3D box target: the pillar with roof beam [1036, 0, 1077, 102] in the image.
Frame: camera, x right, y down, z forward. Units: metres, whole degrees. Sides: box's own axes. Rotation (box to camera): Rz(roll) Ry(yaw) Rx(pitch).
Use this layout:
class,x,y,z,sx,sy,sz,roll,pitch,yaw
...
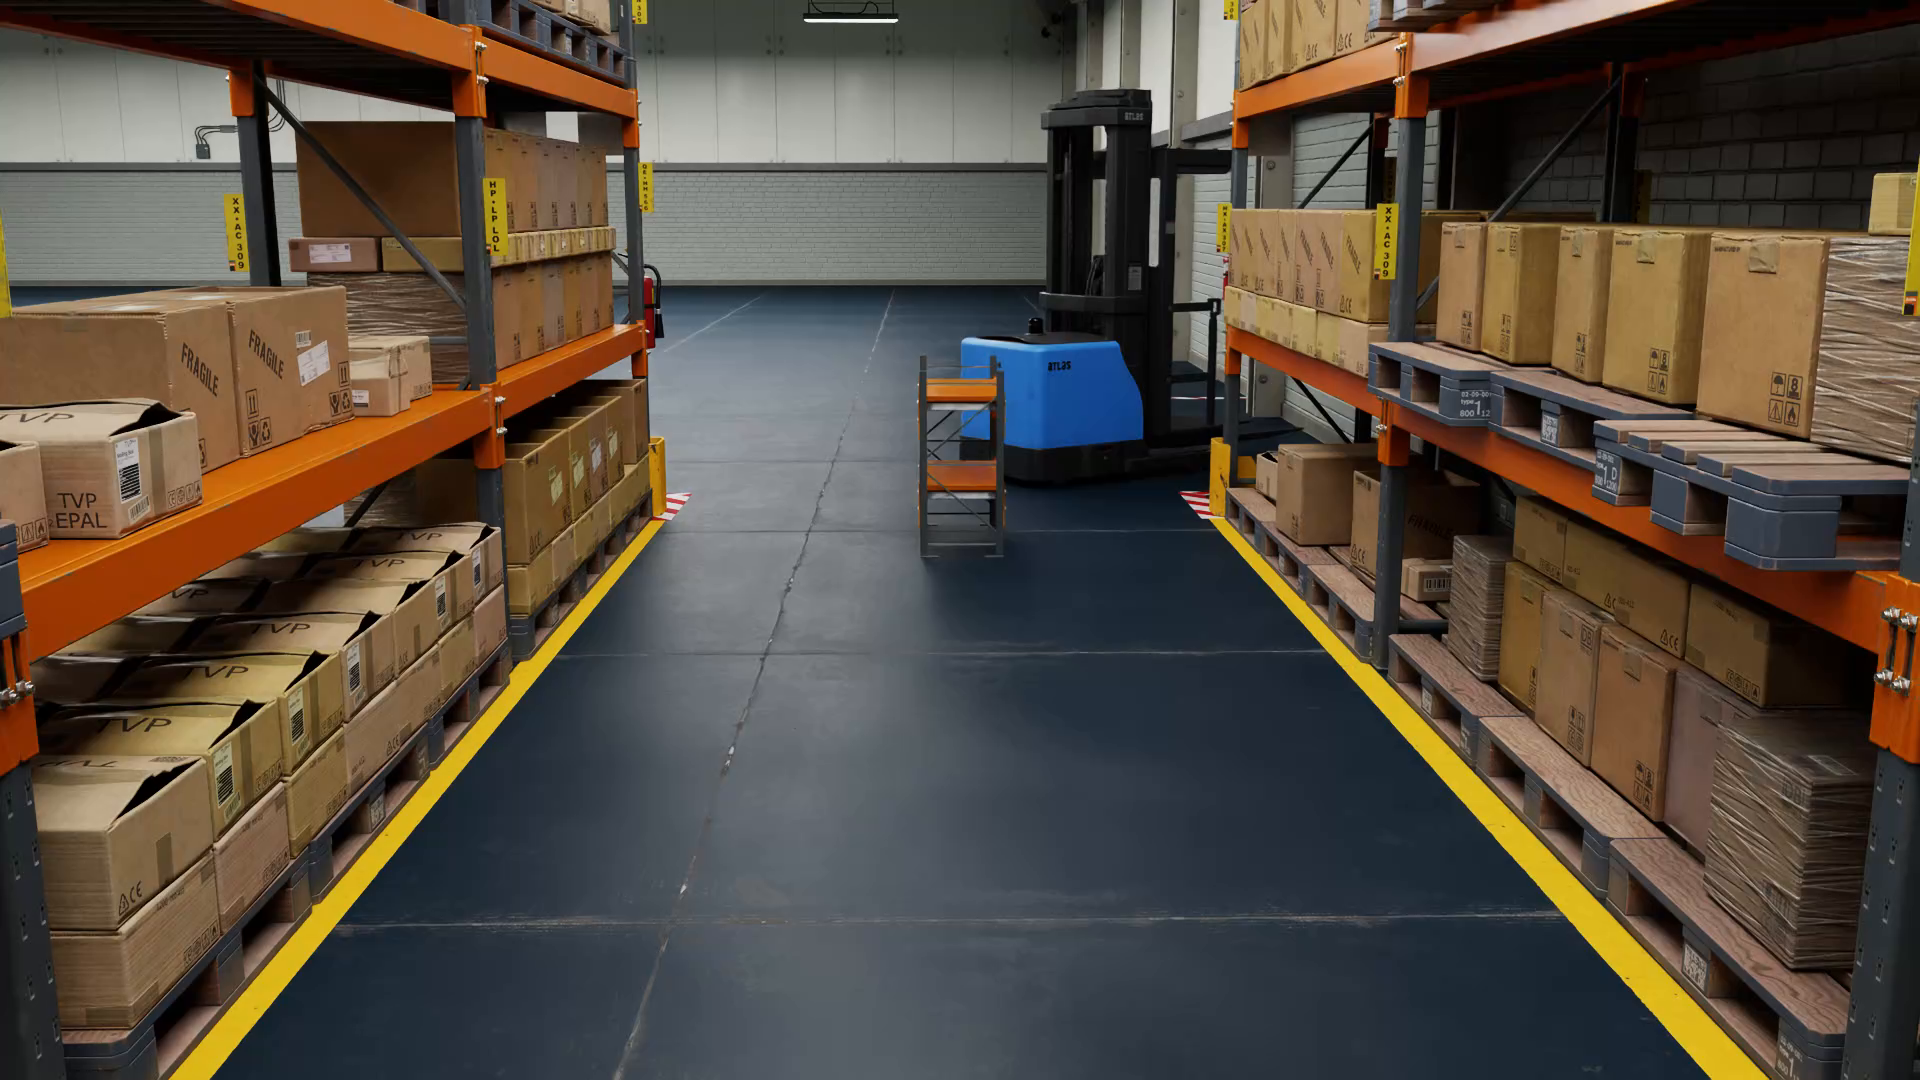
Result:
class,x,y,z,sx,sy,sz,roll,pitch,yaw
pillar with roof beam,-1.722,-10.427,39.322,9.100,9.000,0.548,0,11,-1

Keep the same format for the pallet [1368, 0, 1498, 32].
class,x,y,z,sx,sy,sz,roll,pitch,yaw
pallet,2.312,-2.136,6.474,1.213,0.211,1.003,0,11,-1

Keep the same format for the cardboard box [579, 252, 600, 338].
class,x,y,z,sx,sy,sz,roll,pitch,yaw
cardboard box,-2.617,-1.507,10.194,0.700,0.500,0.500,0,11,0

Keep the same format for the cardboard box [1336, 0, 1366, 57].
class,x,y,z,sx,sy,sz,roll,pitch,yaw
cardboard box,2.150,-2.610,8.036,0.500,0.500,0.500,-1,12,-6

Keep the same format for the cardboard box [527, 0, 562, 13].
class,x,y,z,sx,sy,sz,roll,pitch,yaw
cardboard box,-2.455,-2.983,8.508,0.797,0.503,0.637,1,12,5

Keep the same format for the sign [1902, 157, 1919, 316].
class,x,y,z,sx,sy,sz,roll,pitch,yaw
sign,1.946,-0.611,3.314,0.100,0.325,0.005,0,11,-1

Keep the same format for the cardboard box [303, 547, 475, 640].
class,x,y,z,sx,sy,sz,roll,pitch,yaw
cardboard box,-2.235,0.189,6.532,0.500,0.311,0.500,0,11,0

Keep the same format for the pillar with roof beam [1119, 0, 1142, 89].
class,x,y,z,sx,sy,sz,roll,pitch,yaw
pillar with roof beam,-1.474,-8.042,27.565,9.100,9.000,0.400,0,11,-1

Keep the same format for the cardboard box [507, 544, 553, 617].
class,x,y,z,sx,sy,sz,roll,pitch,yaw
cardboard box,-2.253,0.188,7.949,0.500,0.250,0.500,0,11,-1

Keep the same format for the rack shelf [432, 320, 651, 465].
class,x,y,z,sx,sy,sz,roll,pitch,yaw
rack shelf,-2.588,-0.906,9.288,1.077,0.370,4.000,0,11,-1

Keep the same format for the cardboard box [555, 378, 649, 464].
class,x,y,z,sx,sy,sz,roll,pitch,yaw
cardboard box,-2.321,-0.776,10.813,0.500,0.500,0.500,0,11,-1

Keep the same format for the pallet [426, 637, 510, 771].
class,x,y,z,sx,sy,sz,roll,pitch,yaw
pallet,-2.493,0.652,6.813,1.003,0.211,1.213,0,11,-1

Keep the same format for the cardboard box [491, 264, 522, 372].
class,x,y,z,sx,sy,sz,roll,pitch,yaw
cardboard box,-2.580,-1.103,8.198,0.700,0.500,0.500,0,11,-2

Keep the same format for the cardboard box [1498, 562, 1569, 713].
class,x,y,z,sx,sy,sz,roll,pitch,yaw
cardboard box,2.498,0.377,6.339,0.700,0.500,0.500,0,11,-2

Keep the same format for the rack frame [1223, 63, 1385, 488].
class,x,y,z,sx,sy,sz,roll,pitch,yaw
rack frame,2.323,-1.677,11.280,1.000,3.000,0.127,0,11,-1

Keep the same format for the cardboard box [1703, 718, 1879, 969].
class,x,y,z,sx,sy,sz,roll,pitch,yaw
cardboard box,2.421,0.780,4.350,0.700,0.500,0.500,0,11,0

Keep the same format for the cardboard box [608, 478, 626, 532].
class,x,y,z,sx,sy,sz,roll,pitch,yaw
cardboard box,-2.289,-0.210,9.908,0.500,0.250,0.500,0,11,-1

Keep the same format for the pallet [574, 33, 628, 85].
class,x,y,z,sx,sy,sz,roll,pitch,yaw
pallet,-2.641,-2.942,10.193,1.003,0.211,1.213,0,11,-1

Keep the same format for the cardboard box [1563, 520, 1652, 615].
class,x,y,z,sx,sy,sz,roll,pitch,yaw
cardboard box,2.464,0.097,5.829,0.500,0.250,0.500,-1,11,-3

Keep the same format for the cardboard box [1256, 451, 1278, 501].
class,x,y,z,sx,sy,sz,roll,pitch,yaw
cardboard box,2.247,-0.437,10.824,0.500,0.311,0.500,-2,12,-8

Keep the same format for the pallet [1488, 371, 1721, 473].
class,x,y,z,sx,sy,sz,roll,pitch,yaw
pallet,2.406,-0.386,5.399,1.003,0.211,1.213,0,11,-1

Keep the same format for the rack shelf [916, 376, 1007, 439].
class,x,y,z,sx,sy,sz,roll,pitch,yaw
rack shelf,0.000,-0.837,10.382,0.538,0.278,1.000,0,11,-1

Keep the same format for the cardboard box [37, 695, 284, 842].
class,x,y,z,sx,sy,sz,roll,pitch,yaw
cardboard box,-2.201,0.592,4.547,0.500,0.311,0.500,-1,11,-3

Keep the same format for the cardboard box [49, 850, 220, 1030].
class,x,y,z,sx,sy,sz,roll,pitch,yaw
cardboard box,-2.182,0.971,4.088,0.500,0.250,0.500,0,11,-1

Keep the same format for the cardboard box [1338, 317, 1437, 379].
class,x,y,z,sx,sy,sz,roll,pitch,yaw
cardboard box,2.093,-0.911,7.831,0.500,0.250,0.500,0,11,-1

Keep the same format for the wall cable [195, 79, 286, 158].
class,x,y,z,sx,sy,sz,roll,pitch,yaw
wall cable,-18.158,-12.609,41.524,2.305,6.003,0.169,0,11,-1

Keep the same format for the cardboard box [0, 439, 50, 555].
class,x,y,z,sx,sy,sz,roll,pitch,yaw
cardboard box,-2.428,-0.094,3.703,0.500,0.311,0.500,0,11,2

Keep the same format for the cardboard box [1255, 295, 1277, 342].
class,x,y,z,sx,sy,sz,roll,pitch,yaw
cardboard box,2.045,-1.310,9.800,0.500,0.250,0.500,0,11,-2

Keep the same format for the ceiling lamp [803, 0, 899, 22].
class,x,y,z,sx,sy,sz,roll,pitch,yaw
ceiling lamp,-2.297,-12.517,34.943,2.000,3.185,0.800,0,11,-1

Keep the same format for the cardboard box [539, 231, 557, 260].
class,x,y,z,sx,sy,sz,roll,pitch,yaw
cardboard box,-2.395,-1.590,8.967,0.380,0.149,0.250,0,11,-2

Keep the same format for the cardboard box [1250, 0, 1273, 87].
class,x,y,z,sx,sy,sz,roll,pitch,yaw
cardboard box,2.055,-3.031,10.110,0.500,0.500,0.500,1,11,3

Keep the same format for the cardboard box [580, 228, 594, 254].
class,x,y,z,sx,sy,sz,roll,pitch,yaw
cardboard box,-2.416,-1.795,9.977,0.380,0.149,0.250,0,11,0

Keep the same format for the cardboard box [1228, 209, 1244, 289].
class,x,y,z,sx,sy,sz,roll,pitch,yaw
cardboard box,2.032,-1.884,10.744,0.500,0.500,0.500,0,11,-1

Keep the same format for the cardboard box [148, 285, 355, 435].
class,x,y,z,sx,sy,sz,roll,pitch,yaw
cardboard box,-2.537,-0.652,5.977,0.500,0.500,0.500,1,11,3

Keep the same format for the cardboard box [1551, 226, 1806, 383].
class,x,y,z,sx,sy,sz,roll,pitch,yaw
cardboard box,2.431,-0.803,5.615,0.700,0.500,0.500,1,12,7

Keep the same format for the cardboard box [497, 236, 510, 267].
class,x,y,z,sx,sy,sz,roll,pitch,yaw
cardboard box,-2.371,-1.383,7.948,0.380,0.149,0.250,-1,11,-3

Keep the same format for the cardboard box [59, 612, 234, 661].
class,x,y,z,sx,sy,sz,roll,pitch,yaw
cardboard box,-2.754,0.395,5.516,0.500,0.311,0.500,0,11,0

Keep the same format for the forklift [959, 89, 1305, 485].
class,x,y,z,sx,sy,sz,roll,pitch,yaw
forklift,1.495,-2.049,13.285,3.031,2.935,1.130,-8,14,-34

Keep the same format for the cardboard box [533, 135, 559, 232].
class,x,y,z,sx,sy,sz,roll,pitch,yaw
cardboard box,-2.594,-1.933,9.027,0.700,0.500,0.500,0,11,-1

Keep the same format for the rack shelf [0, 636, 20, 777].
class,x,y,z,sx,sy,sz,roll,pitch,yaw
rack shelf,-2.423,0.685,1.449,1.077,0.370,4.000,0,11,-1

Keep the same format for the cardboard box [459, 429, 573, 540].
class,x,y,z,sx,sy,sz,roll,pitch,yaw
cardboard box,-2.262,-0.279,8.364,0.500,0.500,0.500,0,11,-1

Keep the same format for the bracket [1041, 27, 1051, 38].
class,x,y,z,sx,sy,sz,roll,pitch,yaw
bracket,2.170,-12.761,41.773,0.235,0.232,0.430,0,11,-1

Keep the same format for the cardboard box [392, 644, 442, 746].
class,x,y,z,sx,sy,sz,roll,pitch,yaw
cardboard box,-2.229,0.565,6.091,0.500,0.250,0.500,0,11,0

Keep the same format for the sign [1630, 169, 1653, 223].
class,x,y,z,sx,sy,sz,roll,pitch,yaw
sign,2.960,-1.452,7.260,0.100,0.325,0.005,0,11,-1

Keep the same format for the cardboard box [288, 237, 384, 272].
class,x,y,z,sx,sy,sz,roll,pitch,yaw
cardboard box,-2.767,-1.281,7.444,0.380,0.149,0.250,0,11,-1

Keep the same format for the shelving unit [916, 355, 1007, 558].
class,x,y,z,sx,sy,sz,roll,pitch,yaw
shelving unit,0.000,-0.550,10.441,0.538,1.125,1.048,0,11,-1

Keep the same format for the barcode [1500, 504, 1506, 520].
class,x,y,z,sx,sy,sz,roll,pitch,yaw
barcode,2.634,-0.137,8.067,0.001,0.075,0.075,0,11,-1

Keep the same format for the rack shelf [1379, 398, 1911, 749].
class,x,y,z,sx,sy,sz,roll,pitch,yaw
rack shelf,2.447,-0.131,5.472,1.077,0.370,4.000,0,11,-1

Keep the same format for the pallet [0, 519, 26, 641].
class,x,y,z,sx,sy,sz,roll,pitch,yaw
pallet,-2.380,0.163,2.693,1.213,0.211,1.003,0,11,-1

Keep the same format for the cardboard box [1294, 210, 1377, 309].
class,x,y,z,sx,sy,sz,roll,pitch,yaw
cardboard box,2.071,-1.477,8.738,0.500,0.500,0.500,-1,11,-3
